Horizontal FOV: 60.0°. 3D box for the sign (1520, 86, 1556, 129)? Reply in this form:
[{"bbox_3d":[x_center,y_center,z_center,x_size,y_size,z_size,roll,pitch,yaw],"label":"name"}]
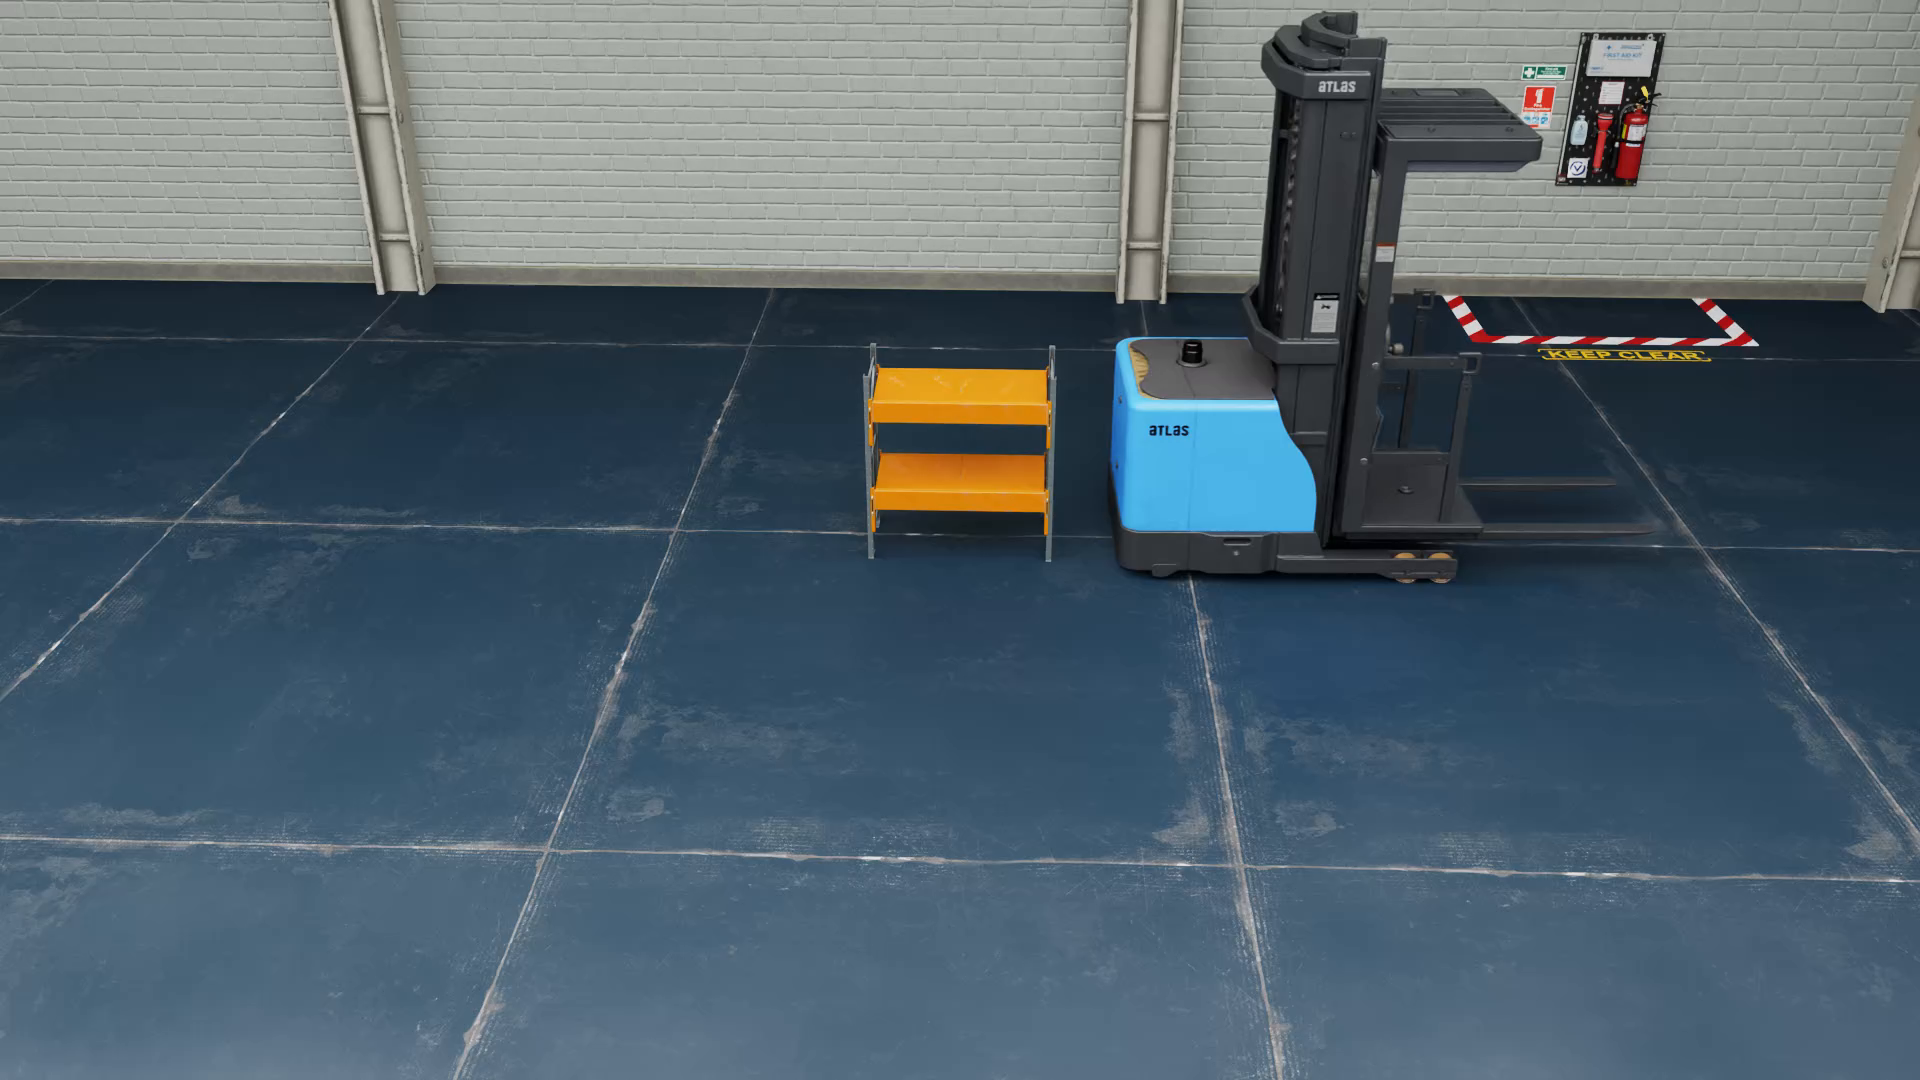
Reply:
[{"bbox_3d":[4.440,-3.325,12.782,0.234,0.329,0.001,1,28,2],"label":"sign"}]

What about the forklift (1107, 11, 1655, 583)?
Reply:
[{"bbox_3d":[2.405,-1.305,9.082,3.031,2.935,1.130,0,28,0],"label":"forklift"}]

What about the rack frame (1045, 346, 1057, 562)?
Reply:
[{"bbox_3d":[0.515,-0.488,9.470,0.032,1.125,0.500,1,28,2],"label":"rack frame"}]

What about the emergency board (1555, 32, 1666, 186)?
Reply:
[{"bbox_3d":[4.989,-3.252,12.682,0.643,1.169,0.194,1,28,2],"label":"emergency board"}]

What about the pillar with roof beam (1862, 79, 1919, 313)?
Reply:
[{"bbox_3d":[7.305,-3.829,7.365,0.400,9.000,9.100,1,28,2],"label":"pillar with roof beam"}]

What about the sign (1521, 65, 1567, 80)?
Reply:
[{"bbox_3d":[4.444,-3.555,12.650,0.331,0.109,0.001,1,28,2],"label":"sign"}]

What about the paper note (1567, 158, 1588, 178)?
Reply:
[{"bbox_3d":[4.814,-2.898,12.955,0.142,0.148,0.016,1,28,2],"label":"paper note"}]

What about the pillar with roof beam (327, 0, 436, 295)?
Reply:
[{"bbox_3d":[-4.687,-4.027,7.739,0.400,9.000,9.100,1,28,2],"label":"pillar with roof beam"}]

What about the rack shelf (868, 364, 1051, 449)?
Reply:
[{"bbox_3d":[0.007,-0.755,9.349,1.000,0.278,0.538,1,28,2],"label":"rack shelf"}]

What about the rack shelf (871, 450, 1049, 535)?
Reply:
[{"bbox_3d":[0.007,-0.281,9.601,1.000,0.278,0.538,1,28,2],"label":"rack shelf"}]

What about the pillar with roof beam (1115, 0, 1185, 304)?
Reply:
[{"bbox_3d":[1.309,-3.928,7.552,0.400,9.000,9.100,1,28,2],"label":"pillar with roof beam"}]

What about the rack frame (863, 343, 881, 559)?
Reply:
[{"bbox_3d":[-0.501,-0.505,9.502,0.032,1.125,0.500,1,28,2],"label":"rack frame"}]

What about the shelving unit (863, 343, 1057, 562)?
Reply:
[{"bbox_3d":[0.007,-0.497,9.486,1.048,1.125,0.538,1,28,2],"label":"shelving unit"}]
